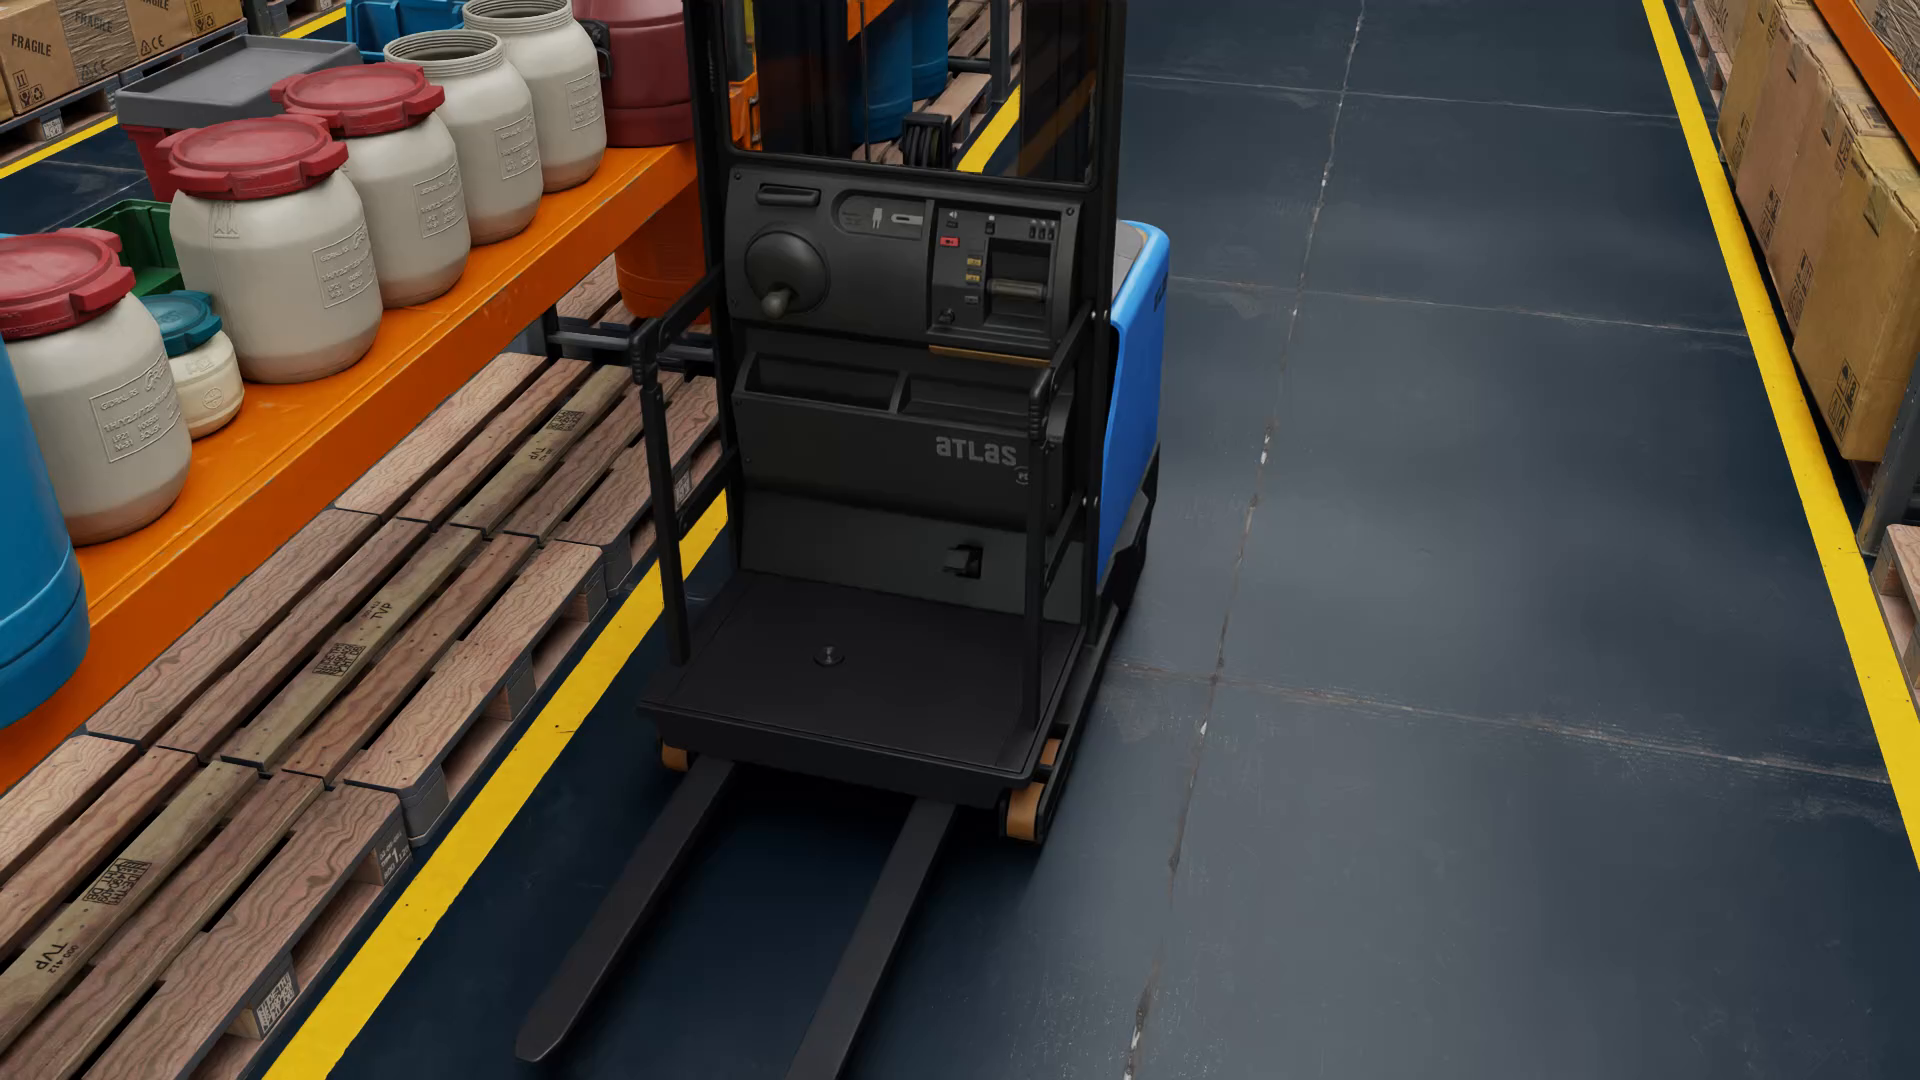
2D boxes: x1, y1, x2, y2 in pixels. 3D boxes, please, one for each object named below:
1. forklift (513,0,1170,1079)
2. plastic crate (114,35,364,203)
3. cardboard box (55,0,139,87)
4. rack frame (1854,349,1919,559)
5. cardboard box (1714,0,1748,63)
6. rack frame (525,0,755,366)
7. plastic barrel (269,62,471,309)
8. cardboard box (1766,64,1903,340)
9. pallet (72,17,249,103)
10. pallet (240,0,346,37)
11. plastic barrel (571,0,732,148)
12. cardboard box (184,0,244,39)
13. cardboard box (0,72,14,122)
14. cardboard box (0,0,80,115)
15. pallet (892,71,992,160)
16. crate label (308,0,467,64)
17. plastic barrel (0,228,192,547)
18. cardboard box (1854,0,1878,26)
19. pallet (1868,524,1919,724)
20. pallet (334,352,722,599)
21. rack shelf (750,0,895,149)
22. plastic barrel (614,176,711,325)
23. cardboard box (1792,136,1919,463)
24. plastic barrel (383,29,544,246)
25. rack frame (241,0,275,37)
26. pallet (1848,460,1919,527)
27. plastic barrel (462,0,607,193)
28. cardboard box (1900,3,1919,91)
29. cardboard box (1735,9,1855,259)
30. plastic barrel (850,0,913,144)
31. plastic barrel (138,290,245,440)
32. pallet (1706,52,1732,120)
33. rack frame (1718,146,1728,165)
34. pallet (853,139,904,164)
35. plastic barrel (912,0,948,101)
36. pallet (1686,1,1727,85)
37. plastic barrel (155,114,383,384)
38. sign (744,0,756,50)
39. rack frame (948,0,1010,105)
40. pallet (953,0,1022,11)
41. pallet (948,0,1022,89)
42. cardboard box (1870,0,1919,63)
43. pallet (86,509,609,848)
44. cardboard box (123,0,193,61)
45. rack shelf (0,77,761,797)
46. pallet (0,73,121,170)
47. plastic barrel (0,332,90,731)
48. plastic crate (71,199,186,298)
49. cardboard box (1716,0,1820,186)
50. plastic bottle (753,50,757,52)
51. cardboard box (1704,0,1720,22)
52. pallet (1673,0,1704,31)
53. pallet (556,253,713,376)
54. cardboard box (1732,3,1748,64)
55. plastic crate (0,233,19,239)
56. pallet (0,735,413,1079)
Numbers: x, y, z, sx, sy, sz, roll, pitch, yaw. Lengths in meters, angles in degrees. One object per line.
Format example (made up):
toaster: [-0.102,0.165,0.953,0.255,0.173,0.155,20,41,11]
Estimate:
forklift: [-0.217,-0.664,4.063,1.130,2.935,3.031,9,34,14]
plastic crate: [-1.932,-1.076,4.586,0.402,0.464,0.583,8,33,12]
cardboard box: [-5.110,-2.918,9.464,0.500,0.500,0.500,8,33,13]
rack frame: [3.565,-1.171,4.796,1.000,3.000,0.127,8,33,12]
cardboard box: [5.054,-3.326,9.775,0.875,0.875,0.875,8,33,12]
rack frame: [-1.226,-1.846,5.857,1.000,3.000,0.127,8,33,12]
plastic barrel: [-1.490,-0.899,4.242,0.433,0.535,0.433,0,32,0]
cardboard box: [3.994,-1.269,6.539,1.225,0.875,0.875,8,33,13]
pallet: [-5.171,-2.993,10.262,1.003,0.211,1.213,8,33,12]
pallet: [-4.826,-3.777,11.495,1.003,0.211,1.213,8,33,12]
plastic barrel: [-1.050,-1.621,5.377,0.600,0.536,0.708,8,33,12]
cardboard box: [-4.849,-3.433,10.274,0.500,0.500,0.500,8,33,12]
cardboard box: [-5.364,-2.382,8.621,0.500,0.500,0.500,8,33,12]
cardboard box: [-5.237,-2.654,9.048,0.500,0.500,0.500,7,33,11]
pallet: [-0.447,-2.350,9.249,1.003,0.211,1.213,8,33,12]
crate label: [-1.739,-1.382,5.095,0.502,0.435,0.616,8,33,12]
plastic barrel: [-1.786,-0.294,3.290,0.433,0.535,0.433,0,32,0]
cardboard box: [3.842,-2.295,6.471,0.500,0.500,0.500,9,33,13]
pallet: [3.365,0.411,4.907,1.003,0.211,1.213,8,33,12]
pallet: [-1.460,-0.272,5.981,1.003,0.211,1.213,8,33,12]
rack shelf: [-0.718,-2.580,7.683,1.077,0.370,4.000,8,33,12]
plastic barrel: [-1.118,-1.363,6.730,0.600,0.830,0.708,8,33,12]
cardboard box: [3.760,-0.807,5.813,1.225,0.875,0.875,7,33,10]
plastic barrel: [-1.387,-1.111,4.598,0.421,0.512,0.421,0,32,0]
rack frame: [-5.001,-4.598,10.186,1.000,3.000,0.127,8,33,12]
pallet: [3.838,-0.393,6.172,1.003,0.211,1.213,8,33,12]
plastic barrel: [-1.280,-1.330,4.942,0.421,0.512,0.421,0,32,0]
cardboard box: [3.583,-1.761,5.631,0.500,0.500,0.500,8,33,12]
cardboard box: [4.211,-1.729,7.263,1.225,0.875,0.875,7,33,11]
plastic barrel: [-0.545,-2.565,8.554,0.600,0.901,0.708,8,33,12]
plastic barrel: [-1.756,-0.377,3.677,0.301,0.262,0.301,0,32,0]
pallet: [4.849,-2.454,9.414,1.003,0.211,1.213,8,33,12]
rack frame: [4.580,-3.247,8.061,1.000,3.000,0.127,8,33,12]
pallet: [-0.754,-1.715,8.250,1.003,0.211,1.213,8,33,12]
plastic barrel: [-0.365,-2.933,9.132,0.600,0.901,0.708,8,33,12]
pallet: [5.156,-3.089,10.413,1.003,0.211,1.213,8,33,12]
plastic barrel: [-1.600,-0.674,3.888,0.433,0.535,0.433,0,32,0]
sign: [-0.692,-1.843,5.701,0.100,0.325,0.005,8,33,12]
rack frame: [-0.211,-3.921,9.122,1.000,3.000,0.127,8,33,12]
pallet: [0.246,-3.766,11.478,1.003,0.211,1.213,8,33,12]
pallet: [-0.062,-3.131,10.479,1.003,0.211,1.213,8,33,12]
cardboard box: [3.712,-2.031,6.056,0.500,0.500,0.500,7,33,11]
pallet: [-1.771,0.359,4.988,1.003,0.211,1.213,8,33,12]
cardboard box: [-4.982,-3.178,9.873,0.500,0.500,0.500,8,33,13]
rack shelf: [-1.733,-0.504,4.418,1.077,0.370,4.000,8,33,12]
pallet: [-5.478,-2.358,9.263,1.003,0.211,1.213,8,33,12]
plastic barrel: [-1.850,-0.141,2.708,0.600,0.901,0.708,8,33,12]
plastic crate: [-2.072,-0.623,4.131,0.450,0.188,0.662,8,33,12]
cardboard box: [4.437,-2.193,7.992,1.225,0.875,0.875,8,33,13]
plastic bottle: [-0.803,-1.974,6.174,0.152,0.276,0.135,8,33,12]
cardboard box: [5.279,-3.788,10.502,0.875,0.875,0.875,8,33,12]
pallet: [5.468,-3.720,11.405,1.003,0.211,1.213,8,33,12]
pallet: [-1.066,-1.084,7.258,1.003,0.211,1.213,8,33,12]
cardboard box: [4.825,-2.859,9.040,0.875,0.875,0.875,8,33,12]
plastic crate: [-2.262,-0.378,3.563,0.392,0.384,0.575,8,33,12]
pallet: [-2.079,0.994,3.989,1.003,0.211,1.213,8,33,12]
